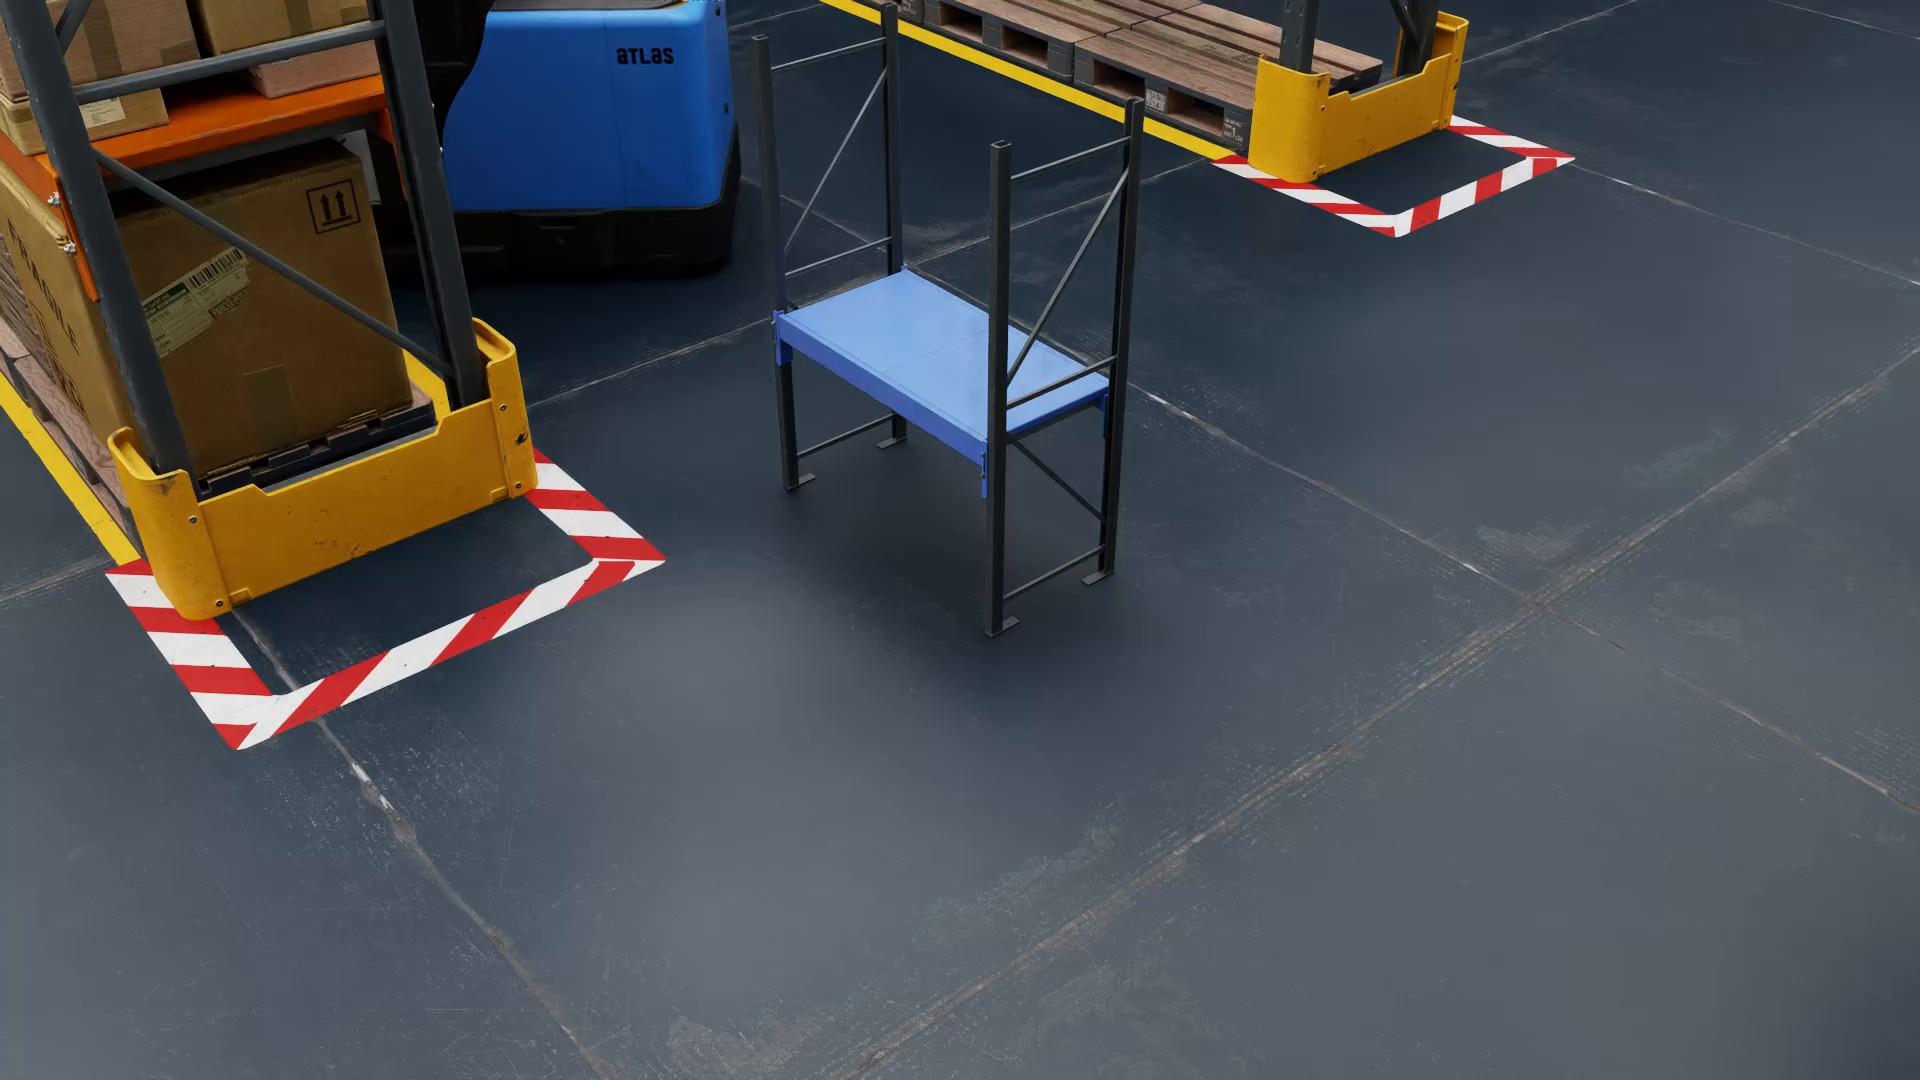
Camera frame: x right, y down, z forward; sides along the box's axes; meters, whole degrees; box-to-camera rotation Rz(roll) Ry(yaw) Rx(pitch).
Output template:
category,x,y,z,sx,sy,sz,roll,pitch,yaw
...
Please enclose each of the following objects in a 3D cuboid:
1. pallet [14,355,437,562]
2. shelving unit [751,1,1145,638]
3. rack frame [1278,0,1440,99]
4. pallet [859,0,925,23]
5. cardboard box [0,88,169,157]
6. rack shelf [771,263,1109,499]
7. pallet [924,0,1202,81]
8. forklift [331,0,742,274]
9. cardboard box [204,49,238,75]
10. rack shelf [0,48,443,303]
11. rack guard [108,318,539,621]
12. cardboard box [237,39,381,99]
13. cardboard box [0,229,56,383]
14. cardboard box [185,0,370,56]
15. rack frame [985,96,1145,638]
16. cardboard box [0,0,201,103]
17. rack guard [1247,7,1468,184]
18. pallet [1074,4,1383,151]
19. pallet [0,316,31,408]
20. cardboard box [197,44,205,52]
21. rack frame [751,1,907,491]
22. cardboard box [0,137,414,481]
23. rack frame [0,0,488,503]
category,x,y,z,sx,sy,sz,roll,pitch,yaw
pallet,-2.520,-0.459,5.715,1.003,0.211,1.213,-26,43,-32
shelving unit,-0.055,-0.650,4.870,0.538,1.500,1.048,-26,43,-32
rack frame,1.839,-3.120,7.060,1.000,3.000,0.127,-26,43,-32
pallet,-0.238,-3.438,9.922,1.003,0.211,1.213,-26,43,-32
cardboard box,-2.426,-1.205,4.573,0.380,0.149,0.250,-25,42,-31
rack shelf,-0.055,-0.503,4.974,0.538,0.185,1.000,-26,43,-32
pallet,0.554,-2.899,9.161,1.003,0.211,1.213,-26,43,-32
forklift,-2.478,-2.521,6.274,3.031,2.935,1.130,-1,35,-2
cardboard box,-2.088,-1.563,5.079,0.380,0.149,0.250,-27,43,-32
rack shelf,-3.235,-1.862,5.907,1.077,0.370,4.000,-26,43,-32
rack guard,-1.929,-0.242,5.160,1.175,0.500,0.348,-26,43,-32
cardboard box,-1.921,-1.450,4.920,0.380,0.149,0.250,-25,43,-31
cardboard box,-3.006,-1.232,5.869,0.875,0.875,0.875,-26,43,-32
cardboard box,-2.048,-1.646,4.851,0.500,0.250,0.500,-27,43,-33
rack frame,0.273,-0.425,4.553,0.500,1.500,0.032,-26,43,-32
cardboard box,-2.460,-1.448,4.572,0.500,0.250,0.500,-27,43,-32
rack guard,1.865,-2.094,7.775,1.175,0.500,0.348,-26,43,-32
pallet,1.337,-2.361,8.401,1.003,0.211,1.213,-26,43,-32
pallet,-3.303,-0.997,6.475,1.003,0.211,1.213,-26,43,-32
cardboard box,-2.253,-1.676,5.238,0.380,0.149,0.250,-27,43,-33
rack frame,-0.383,-0.874,5.187,0.500,1.500,0.032,-26,43,-32
cardboard box,-2.418,-0.830,5.302,0.875,0.875,0.875,-26,43,-32
rack frame,-1.944,-1.273,4.452,1.000,3.000,0.127,-26,43,-32
